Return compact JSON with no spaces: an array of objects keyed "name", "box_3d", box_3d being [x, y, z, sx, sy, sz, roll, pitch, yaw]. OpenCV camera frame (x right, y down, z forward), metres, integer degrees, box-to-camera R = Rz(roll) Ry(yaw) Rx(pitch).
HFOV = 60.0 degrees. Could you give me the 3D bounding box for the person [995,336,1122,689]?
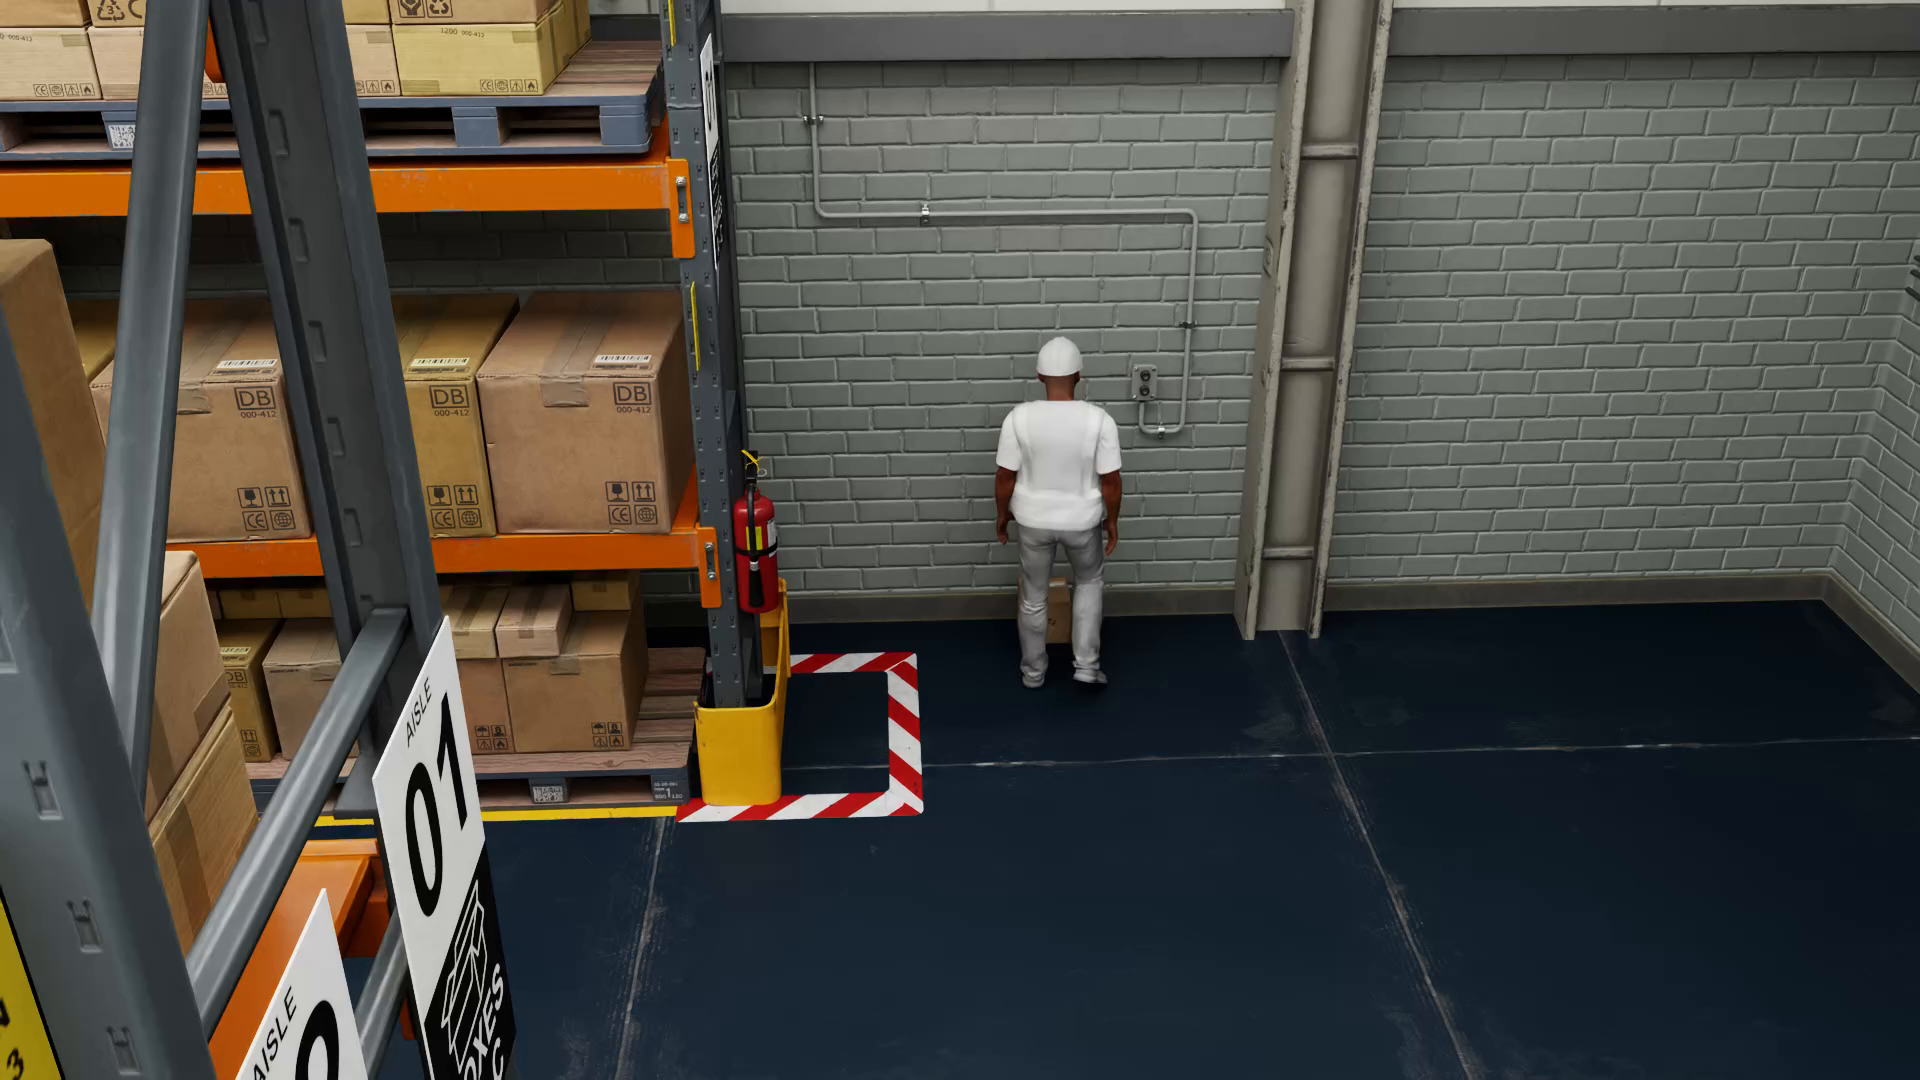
[{"name":"person","box_3d":[0.453,-0.095,7.762,0.582,1.799,0.397,2,27,4]}]
